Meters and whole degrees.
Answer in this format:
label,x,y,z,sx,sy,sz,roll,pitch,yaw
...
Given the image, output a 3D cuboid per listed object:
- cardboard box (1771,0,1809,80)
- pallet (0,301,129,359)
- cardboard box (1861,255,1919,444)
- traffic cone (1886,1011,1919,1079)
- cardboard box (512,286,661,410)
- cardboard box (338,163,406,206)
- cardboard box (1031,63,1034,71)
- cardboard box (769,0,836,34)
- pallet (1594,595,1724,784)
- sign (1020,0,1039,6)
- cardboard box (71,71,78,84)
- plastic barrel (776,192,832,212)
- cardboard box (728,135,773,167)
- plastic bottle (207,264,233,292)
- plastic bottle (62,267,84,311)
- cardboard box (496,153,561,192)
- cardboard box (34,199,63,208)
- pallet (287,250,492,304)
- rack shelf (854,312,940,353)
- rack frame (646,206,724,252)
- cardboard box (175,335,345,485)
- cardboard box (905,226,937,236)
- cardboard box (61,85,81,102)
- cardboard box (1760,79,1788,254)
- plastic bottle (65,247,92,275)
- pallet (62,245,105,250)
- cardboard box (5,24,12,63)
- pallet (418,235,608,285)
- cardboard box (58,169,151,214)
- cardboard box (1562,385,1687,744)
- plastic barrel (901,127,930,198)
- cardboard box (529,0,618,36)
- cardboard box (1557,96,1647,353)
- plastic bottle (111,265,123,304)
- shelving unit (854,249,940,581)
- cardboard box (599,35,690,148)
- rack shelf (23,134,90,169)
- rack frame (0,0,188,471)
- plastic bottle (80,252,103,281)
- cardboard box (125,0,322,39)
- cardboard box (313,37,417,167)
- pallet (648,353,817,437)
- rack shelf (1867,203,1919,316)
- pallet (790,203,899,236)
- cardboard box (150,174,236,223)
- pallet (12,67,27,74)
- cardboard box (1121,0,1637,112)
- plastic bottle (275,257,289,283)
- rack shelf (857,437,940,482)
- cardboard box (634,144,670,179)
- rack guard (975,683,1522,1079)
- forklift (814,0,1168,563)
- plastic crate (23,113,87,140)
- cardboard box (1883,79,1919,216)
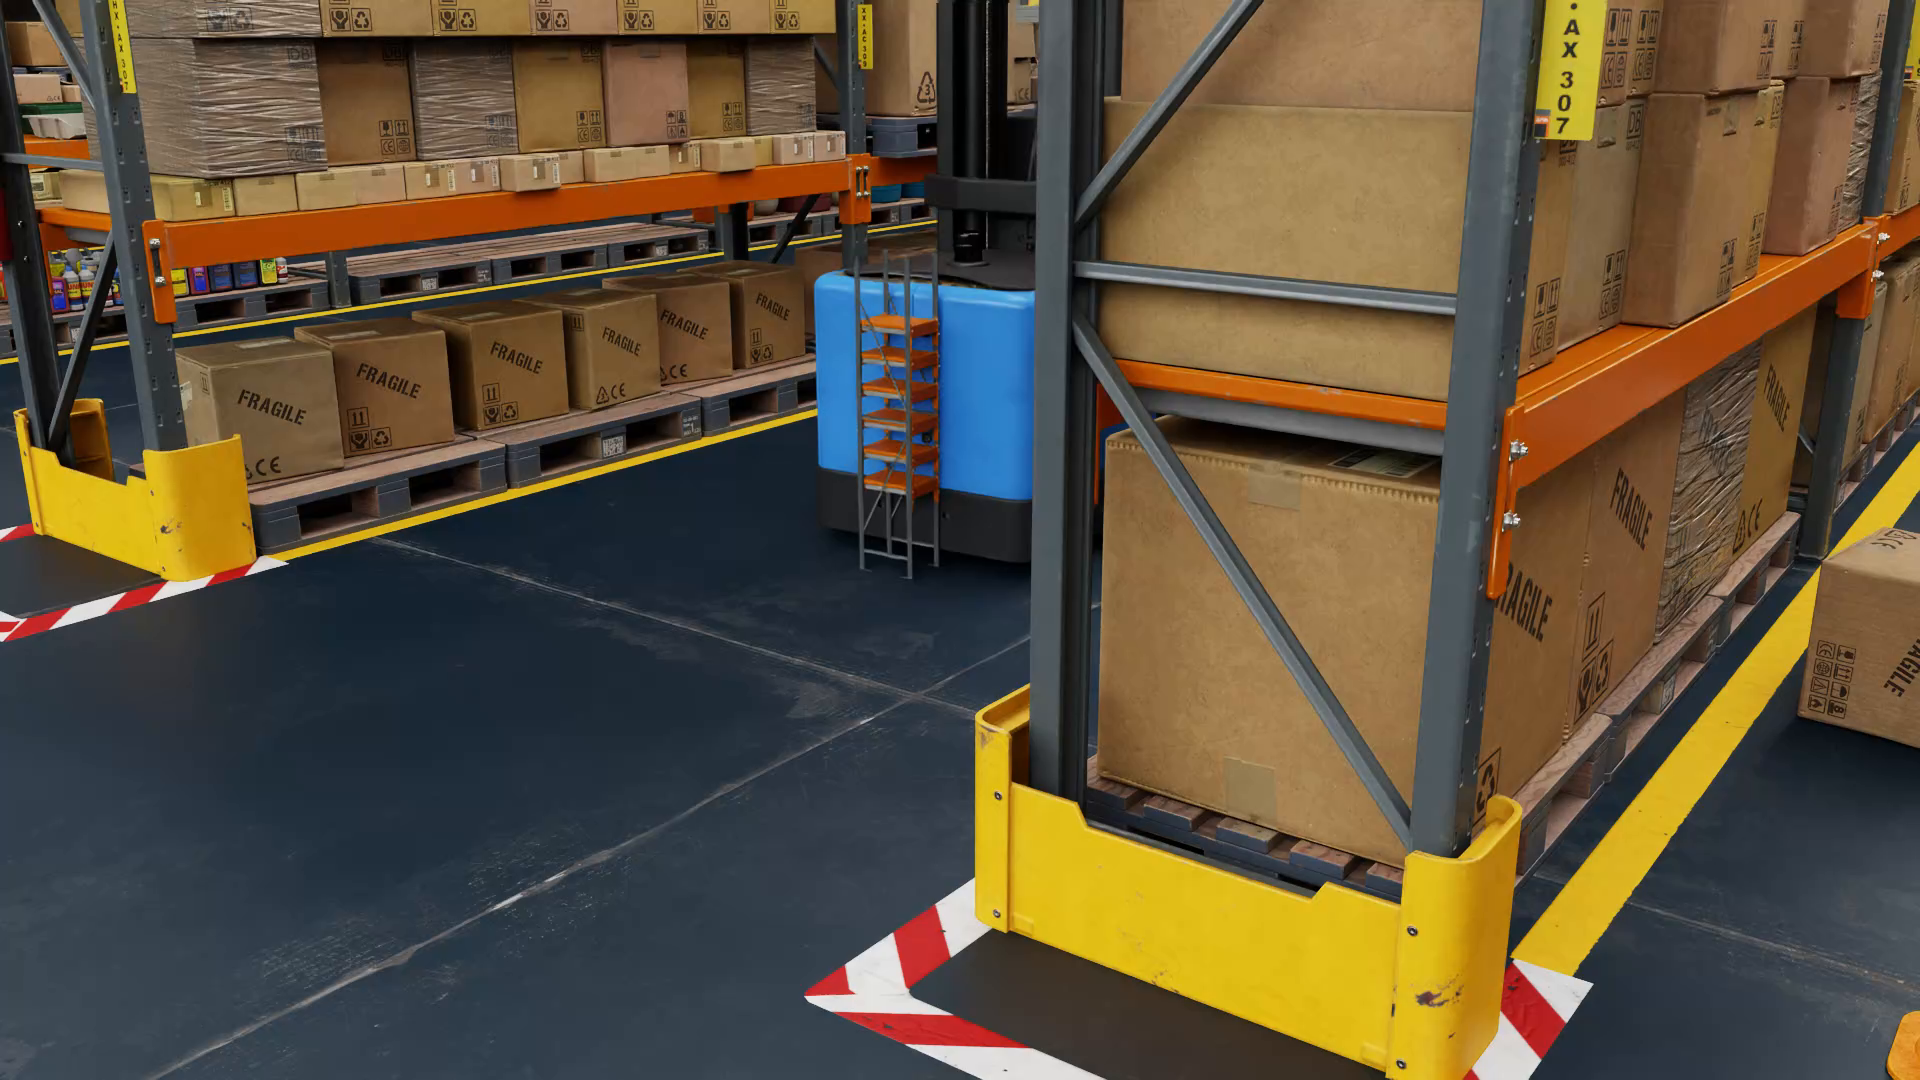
label,x,y,z,sx,sy,sz,roll,pitch,yaw
cardboard box,2.064,-1.696,5.072,0.875,0.550,0.550,12,21,35
pallet,-6.083,-1.446,11.043,1.003,0.211,1.213,12,21,35
cardboard box,3.853,-0.965,7.878,1.050,0.750,0.750,12,21,35
traffic cone,2.051,0.843,3.250,0.336,0.463,0.334,12,21,35
cardboard box,-1.858,-0.966,8.302,0.500,0.500,0.500,10,20,30
cardboard box,-2.510,-1.476,6.862,0.380,0.149,0.250,12,21,35
cardboard box,0.255,-3.070,11.115,0.500,0.250,0.500,12,21,33
cardboard box,-0.992,-2.858,8.533,0.500,0.500,0.500,12,21,35
pallet,1.735,0.345,5.277,1.003,0.211,1.213,12,21,35
sign,0.167,-1.258,3.387,0.100,0.325,0.005,12,21,35
cardboard box,-8.114,-4.451,15.851,0.500,0.500,0.500,14,22,39
plastic barrel,-1.589,-3.612,16.675,0.600,0.588,0.708,12,21,35
cardboard box,-1.191,-2.017,8.603,0.380,0.149,0.250,12,21,35
plastic bottle,-5.190,-1.917,11.583,0.144,0.351,0.185,11,20,32
plastic bottle,-5.772,-1.635,10.808,0.097,0.271,0.097,0,17,0
cardboard box,-1.996,-1.640,7.390,0.380,0.149,0.250,12,21,35
cardboard box,-8.460,-3.038,15.396,0.500,0.250,0.500,12,21,33
pallet,-4.486,-2.084,13.098,1.003,0.211,1.213,12,21,35
rack shelf,-0.232,-0.764,6.117,0.258,0.103,0.180,11,20,31
rack frame,-2.540,-4.174,15.128,1.000,3.000,0.127,12,21,35
cardboard box,-2.943,-0.546,6.952,0.500,0.500,0.500,-15,23,-40
cardboard box,0.070,-1.749,10.791,0.700,0.500,0.500,10,20,30
cardboard box,-8.207,-4.153,15.482,0.380,0.149,0.250,12,21,35
cardboard box,2.042,-1.185,5.248,0.875,0.550,0.550,12,21,35
plastic bottle,-6.103,-1.902,11.534,0.144,0.351,0.185,12,21,34
pallet,-8.491,-2.949,15.883,1.003,0.211,1.213,12,21,35
cardboard box,-11.493,-5.769,19.351,0.700,0.500,0.500,12,21,35
pallet,-3.760,-2.376,14.038,1.003,0.211,1.213,12,21,35
cardboard box,-3.325,-1.378,6.547,0.380,0.149,0.250,12,21,35
cardboard box,1.468,-0.062,4.761,0.875,0.875,0.875,12,21,34
plastic barrel,-0.494,-4.199,18.038,0.600,0.901,0.708,12,21,35
cardboard box,-1.889,-2.501,7.384,0.500,0.500,0.500,12,21,35
cardboard box,1.089,-0.796,3.997,0.875,0.550,0.550,12,21,35
plastic bottle,-5.591,-1.707,11.040,0.097,0.271,0.097,0,17,0
shelving unit,-0.232,-0.463,6.210,0.258,1.200,0.189,11,20,31
cardboard box,-1.806,-2.190,8.069,0.875,0.500,0.500,12,21,35
rack shelf,-6.115,-2.402,10.633,1.077,0.370,4.000,12,21,35
rack frame,-3.329,-1.394,6.174,1.000,3.000,0.127,12,21,35
plastic bottle,-5.969,-1.846,11.480,0.152,0.276,0.135,12,21,35
cardboard box,-2.782,-2.144,6.234,0.500,0.500,0.500,12,21,35
cardboard box,-2.777,-1.850,6.973,0.875,0.500,0.500,12,21,35
pallet,-1.317,-0.849,9.120,1.003,0.211,1.213,12,21,35
rack shelf,4.169,-1.579,7.983,1.077,0.370,4.000,12,21,35
pallet,-1.376,-3.327,17.102,1.003,0.211,1.213,12,21,35
cardboard box,-2.967,-1.300,6.294,0.380,0.149,0.250,12,21,35
pallet,-11.643,-5.355,19.253,1.003,0.211,1.213,12,21,35
cardboard box,0.847,-1.162,3.354,0.875,0.550,0.550,12,21,35
plastic bottle,-4.889,-1.954,11.955,0.097,0.201,0.097,0,17,0
rack shelf,-0.232,-0.306,6.259,0.258,0.103,0.180,11,20,31
cardboard box,-1.622,-1.834,8.017,0.380,0.149,0.250,12,21,35
rack guard,0.580,0.706,3.626,1.175,0.500,0.348,12,21,35
forklift,0.629,-1.695,7.258,1.130,2.935,3.031,11,20,31
plastic crate,-5.687,-2.664,10.710,0.530,0.136,0.437,12,21,35
cardboard box,3.507,-1.571,6.577,0.500,0.500,0.500,13,21,35
